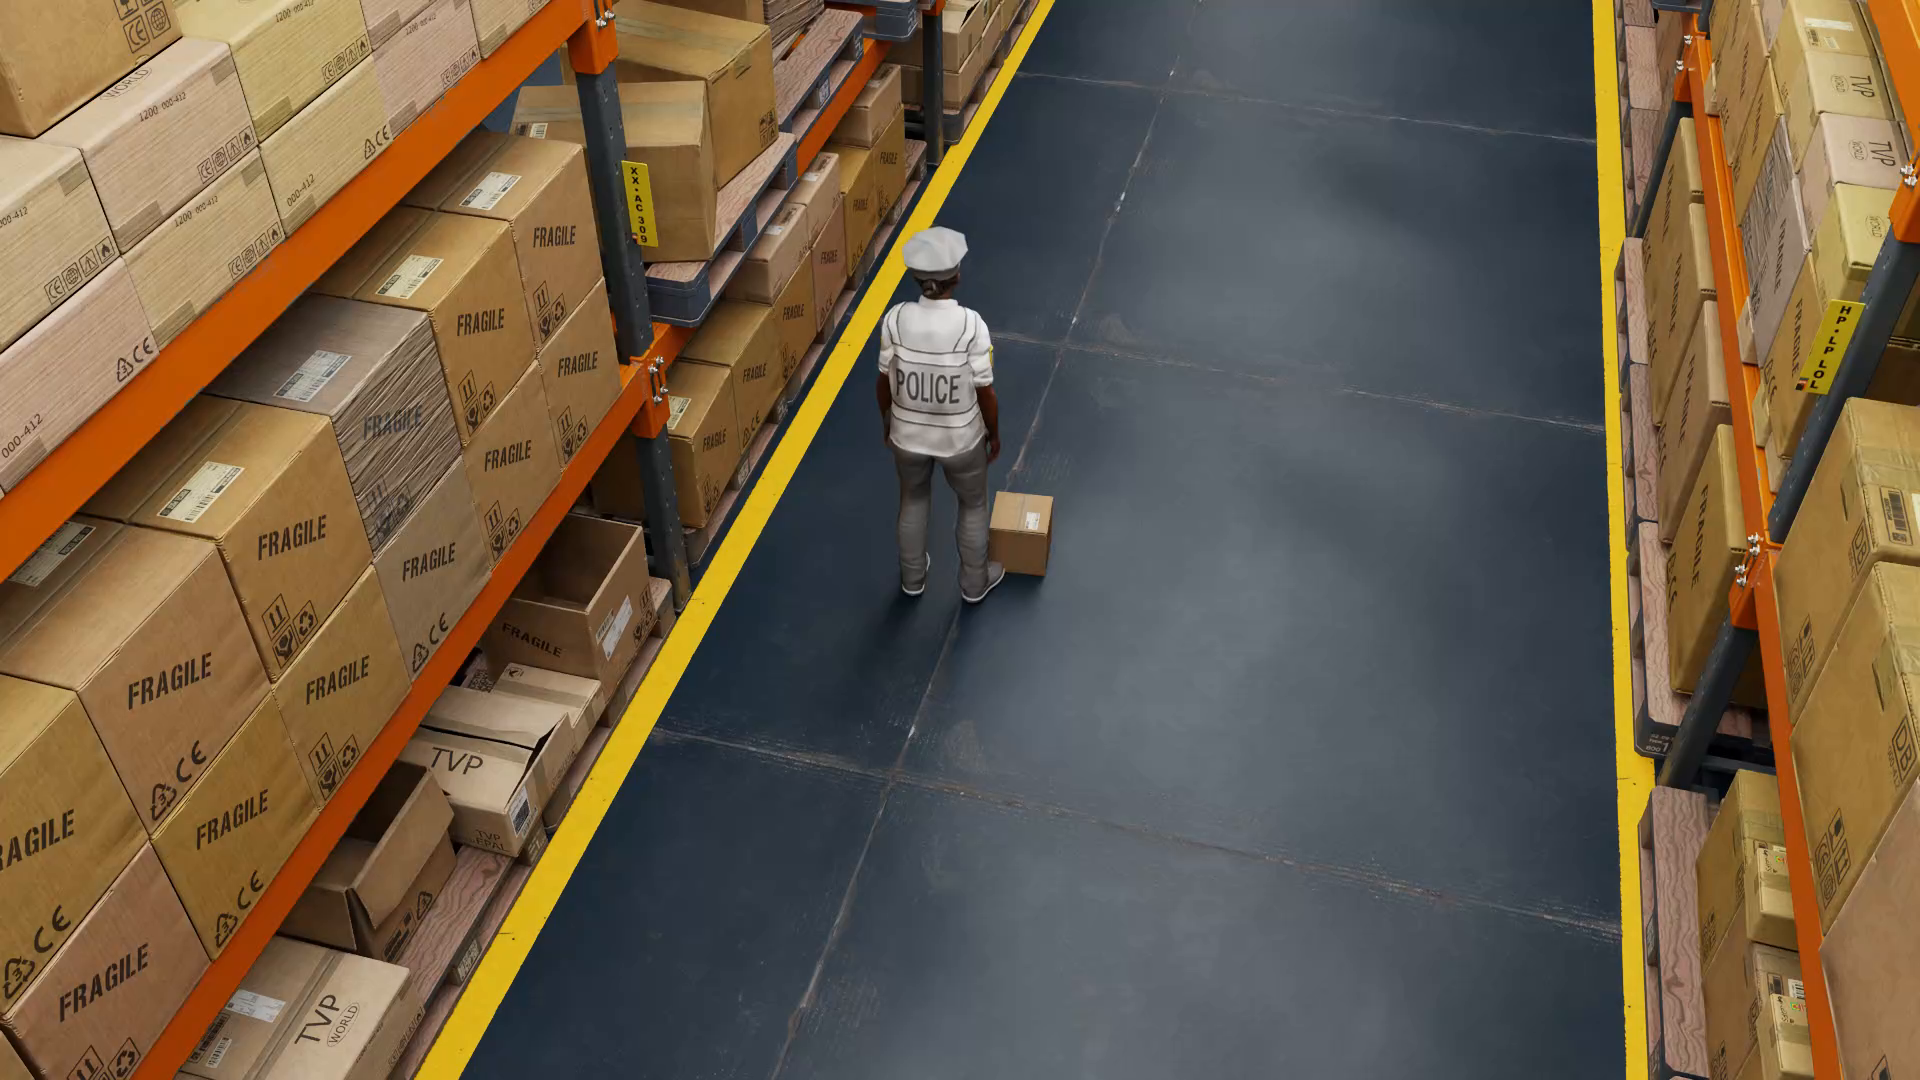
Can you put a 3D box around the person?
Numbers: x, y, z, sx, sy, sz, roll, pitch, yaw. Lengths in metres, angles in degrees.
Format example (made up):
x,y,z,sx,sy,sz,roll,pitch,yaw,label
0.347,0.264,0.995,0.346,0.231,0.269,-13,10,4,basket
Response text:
x,y,z,sx,sy,sz,roll,pitch,yaw,label
-0.075,-0.435,6.657,0.505,1.656,0.396,8,42,9,person
